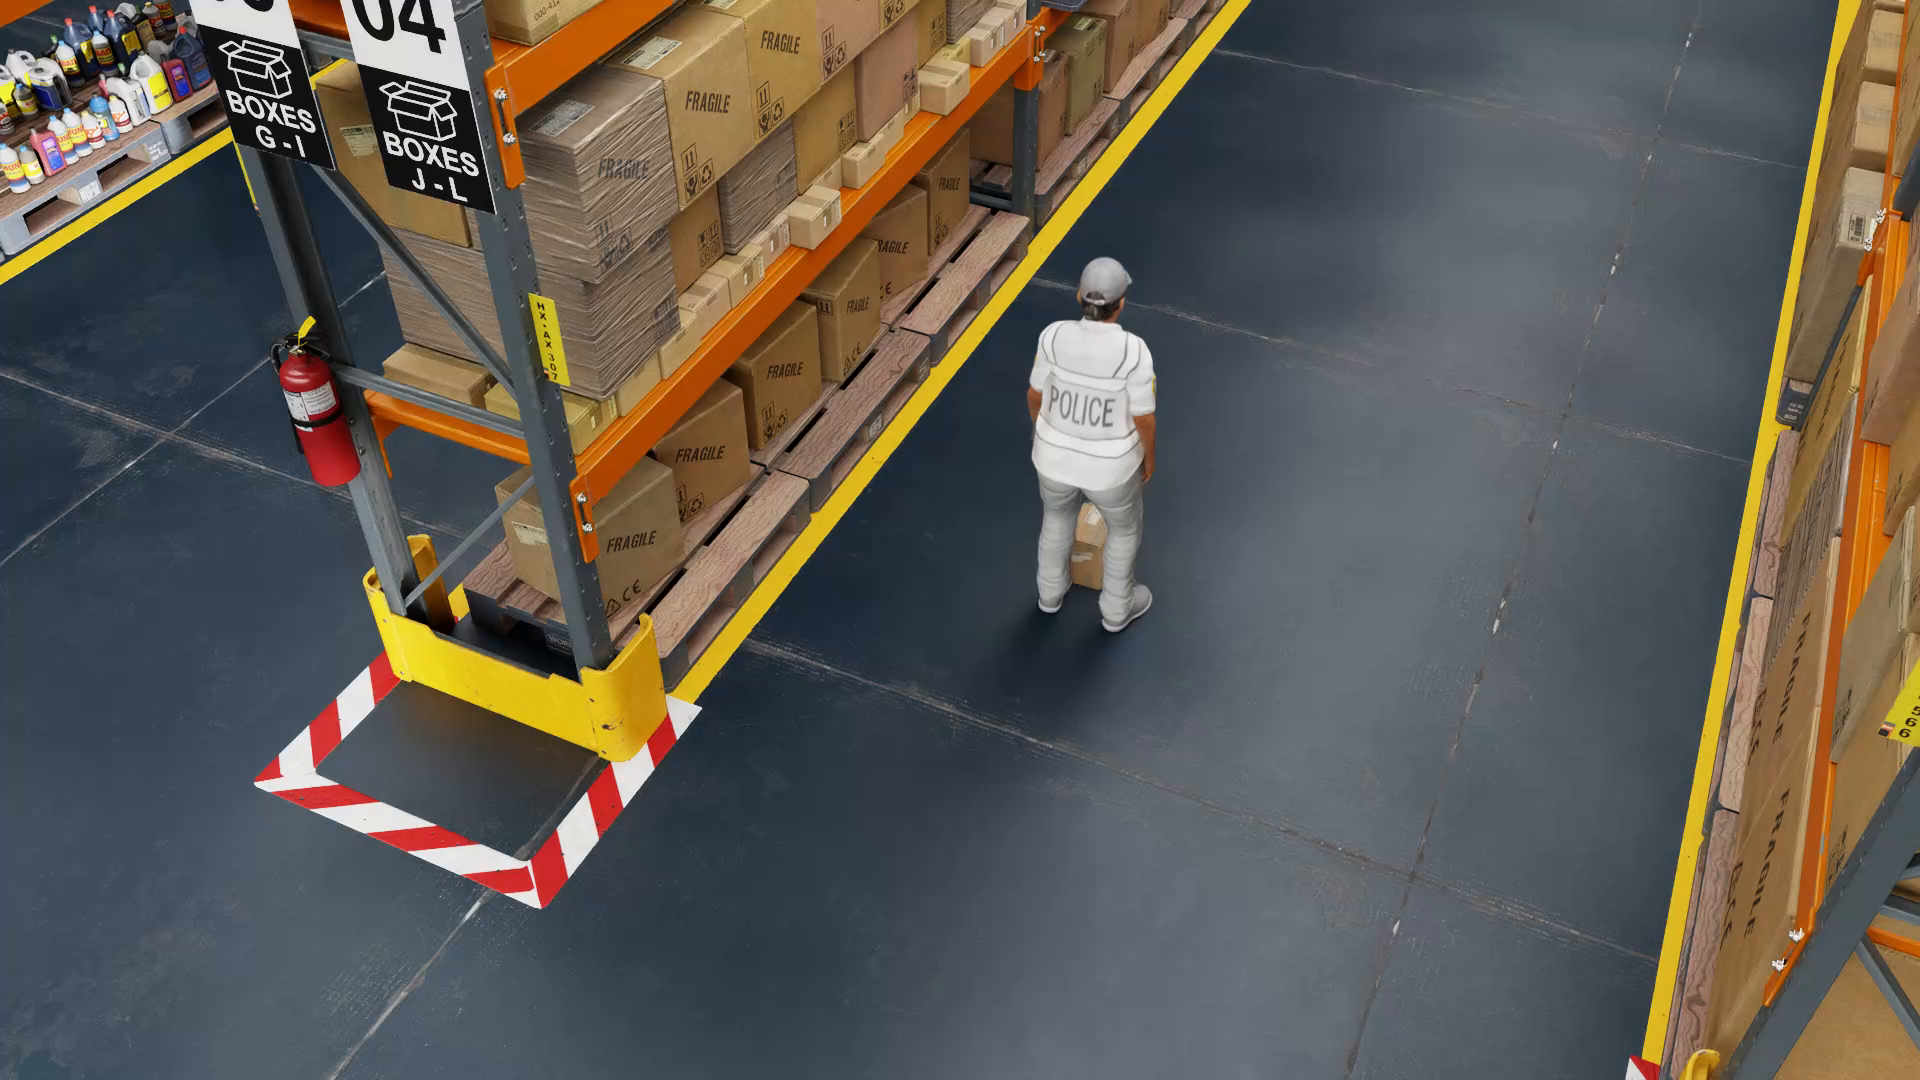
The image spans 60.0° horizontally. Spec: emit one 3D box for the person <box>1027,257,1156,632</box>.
[{"bbox_3d":[0.529,-0.347,6.537,0.538,1.666,0.461,16,45,17],"label":"person"}]
